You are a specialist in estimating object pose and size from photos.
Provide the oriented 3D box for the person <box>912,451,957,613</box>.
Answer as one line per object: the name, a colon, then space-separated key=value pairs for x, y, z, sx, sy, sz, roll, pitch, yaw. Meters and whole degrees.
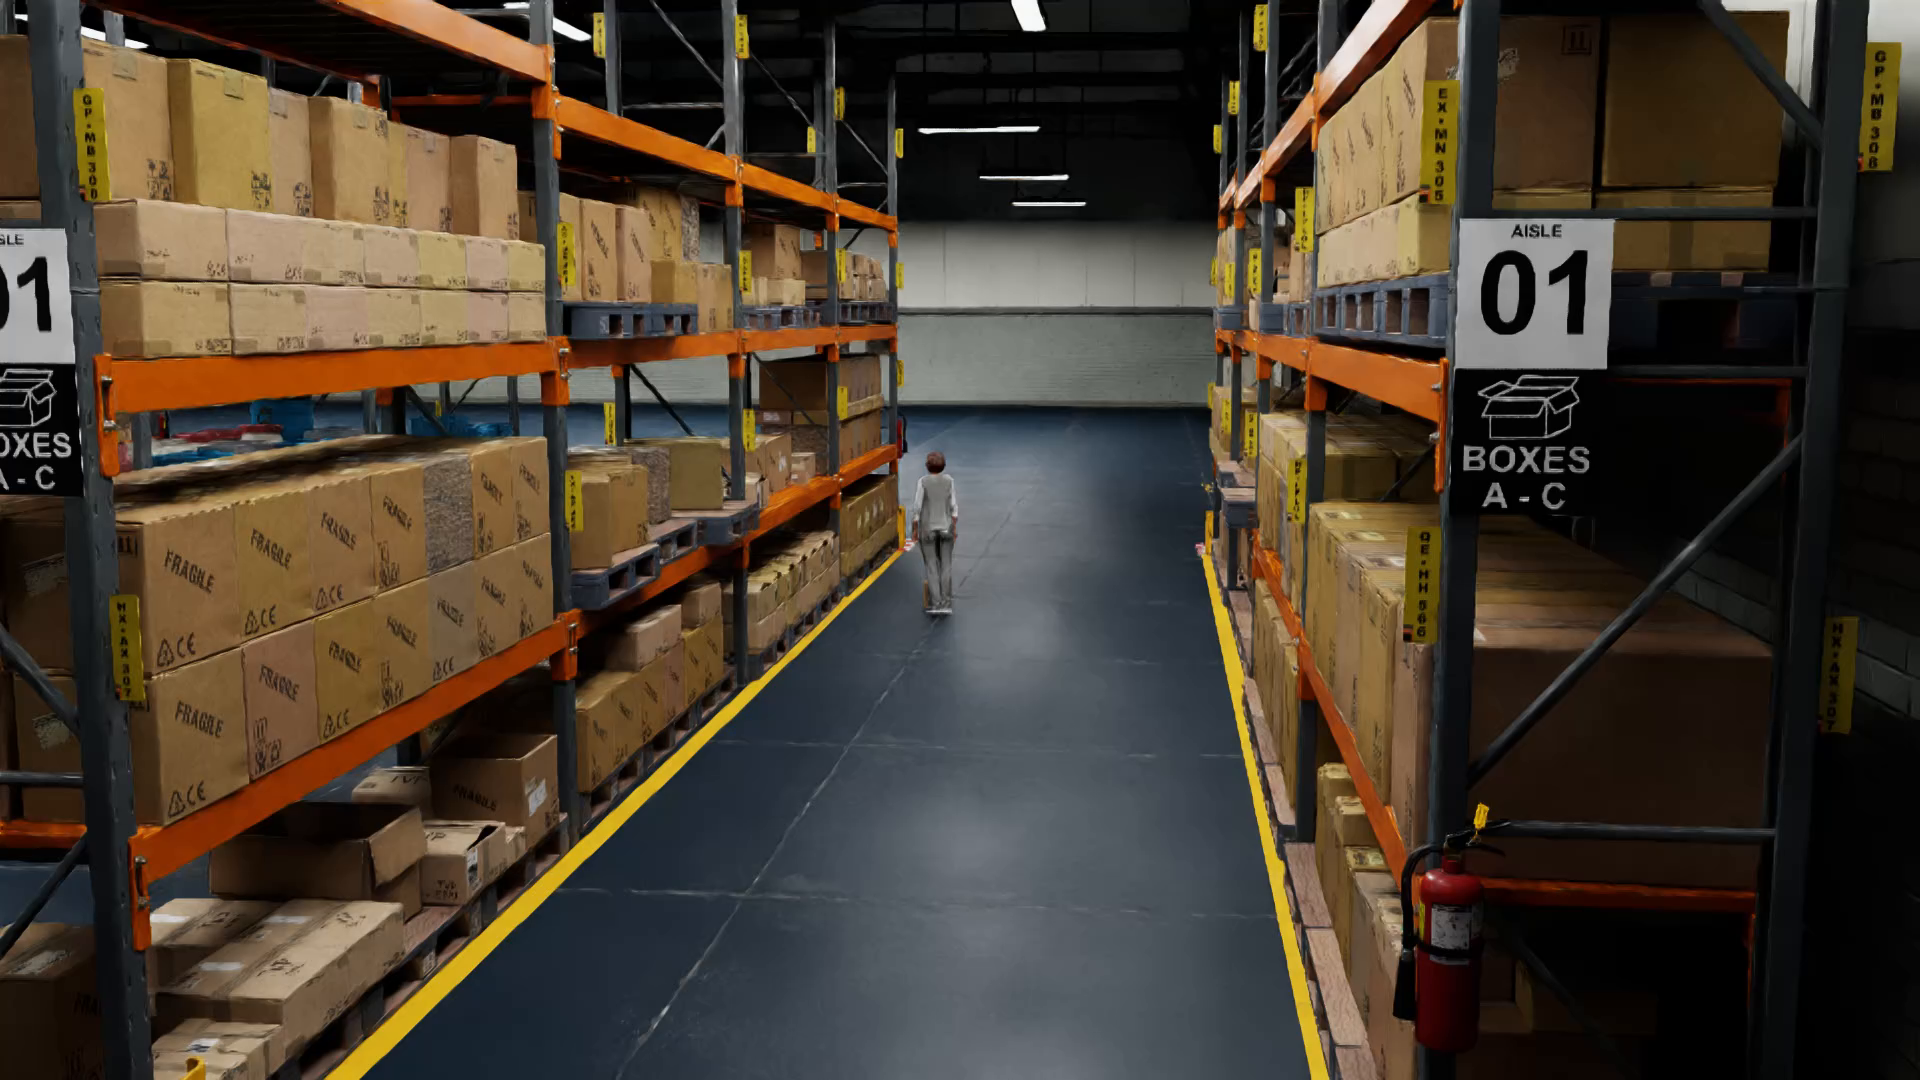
person: x=-0.237 y=-0.068 z=16.308 sx=0.464 sy=1.608 sz=0.369 roll=-2 pitch=8 yaw=-15
